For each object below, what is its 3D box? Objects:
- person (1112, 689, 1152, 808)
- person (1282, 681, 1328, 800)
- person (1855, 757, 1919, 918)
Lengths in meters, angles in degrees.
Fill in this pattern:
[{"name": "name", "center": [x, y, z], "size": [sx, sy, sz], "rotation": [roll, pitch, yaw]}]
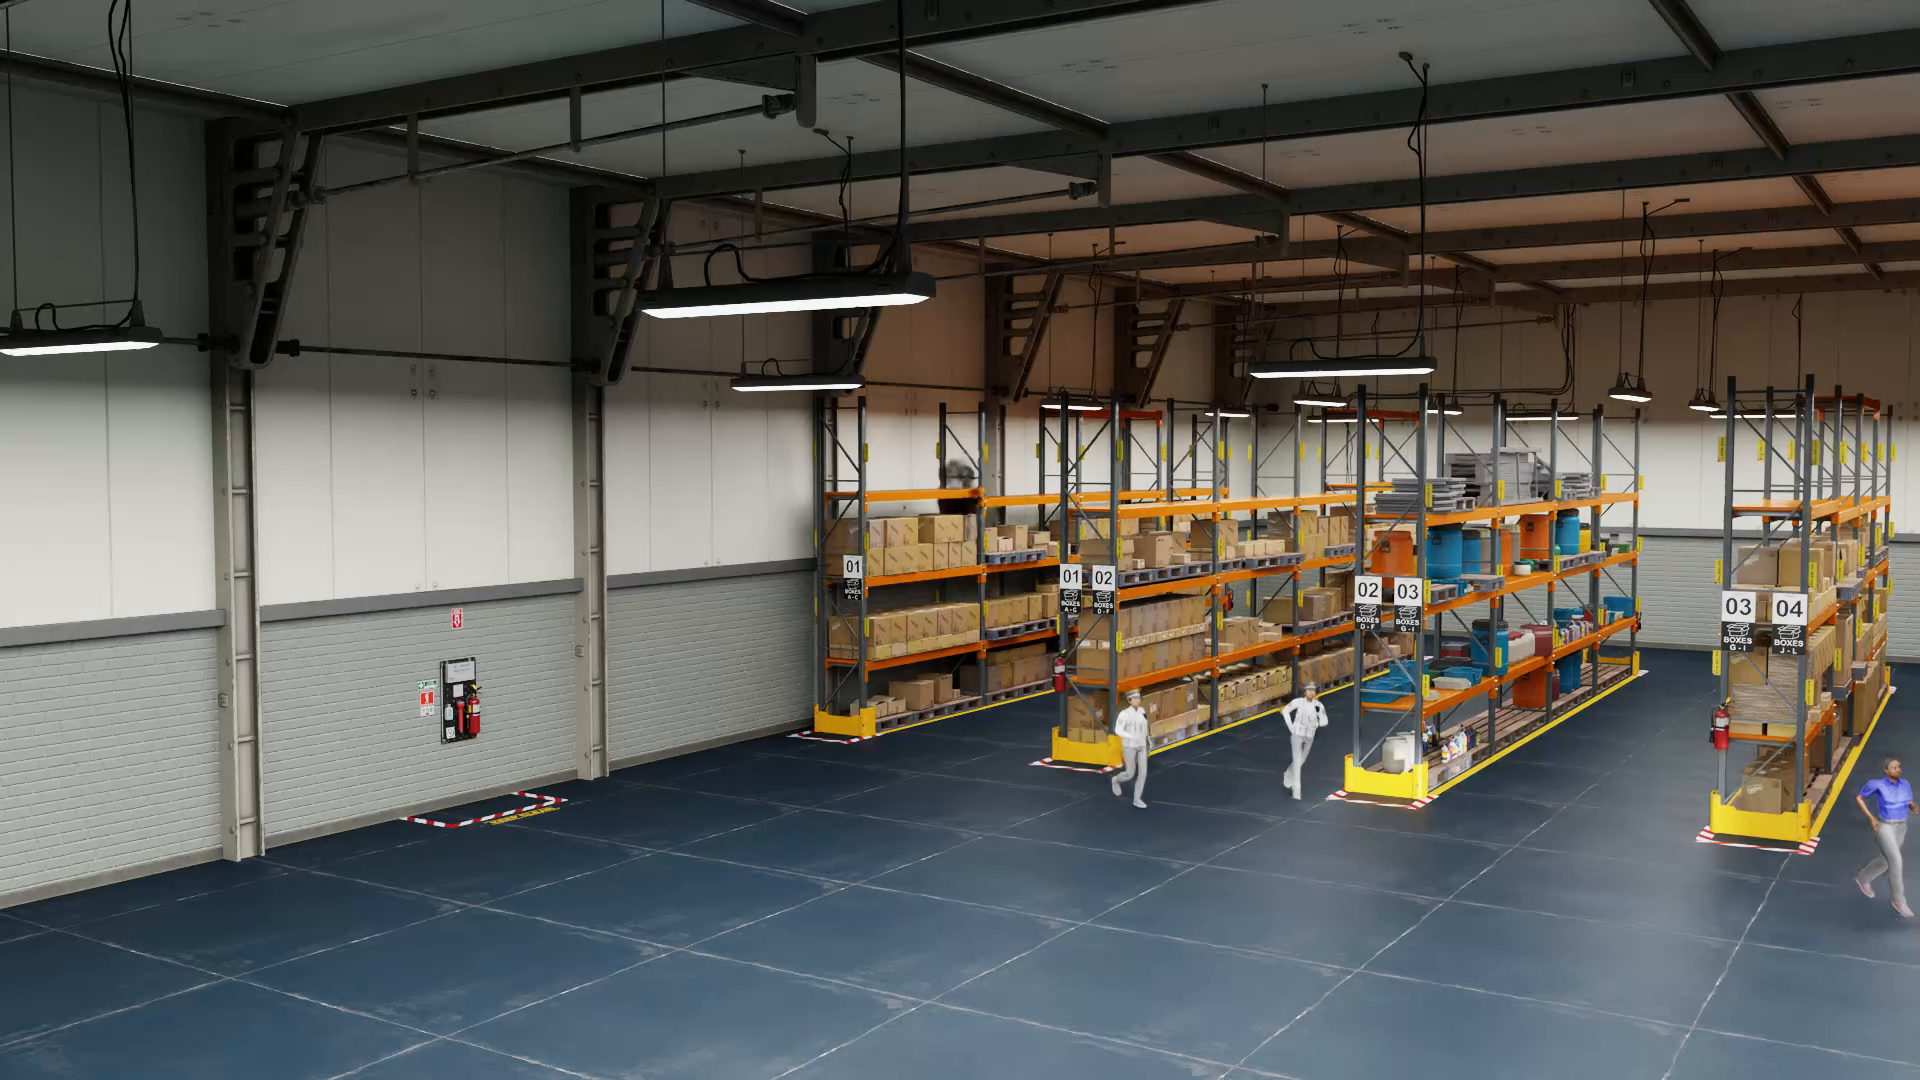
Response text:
[{"name": "person", "center": [2.453, 2.927, 23.615], "size": [0.620, 1.660, 0.711], "rotation": [-2, 3, -30]}, {"name": "person", "center": [5.067, 2.902, 24.415], "size": [0.633, 1.711, 0.862], "rotation": [0, 3, -5]}, {"name": "person", "center": [10.219, 3.215, 18.289], "size": [0.561, 1.689, 0.866], "rotation": [-1, 3, -14]}]
